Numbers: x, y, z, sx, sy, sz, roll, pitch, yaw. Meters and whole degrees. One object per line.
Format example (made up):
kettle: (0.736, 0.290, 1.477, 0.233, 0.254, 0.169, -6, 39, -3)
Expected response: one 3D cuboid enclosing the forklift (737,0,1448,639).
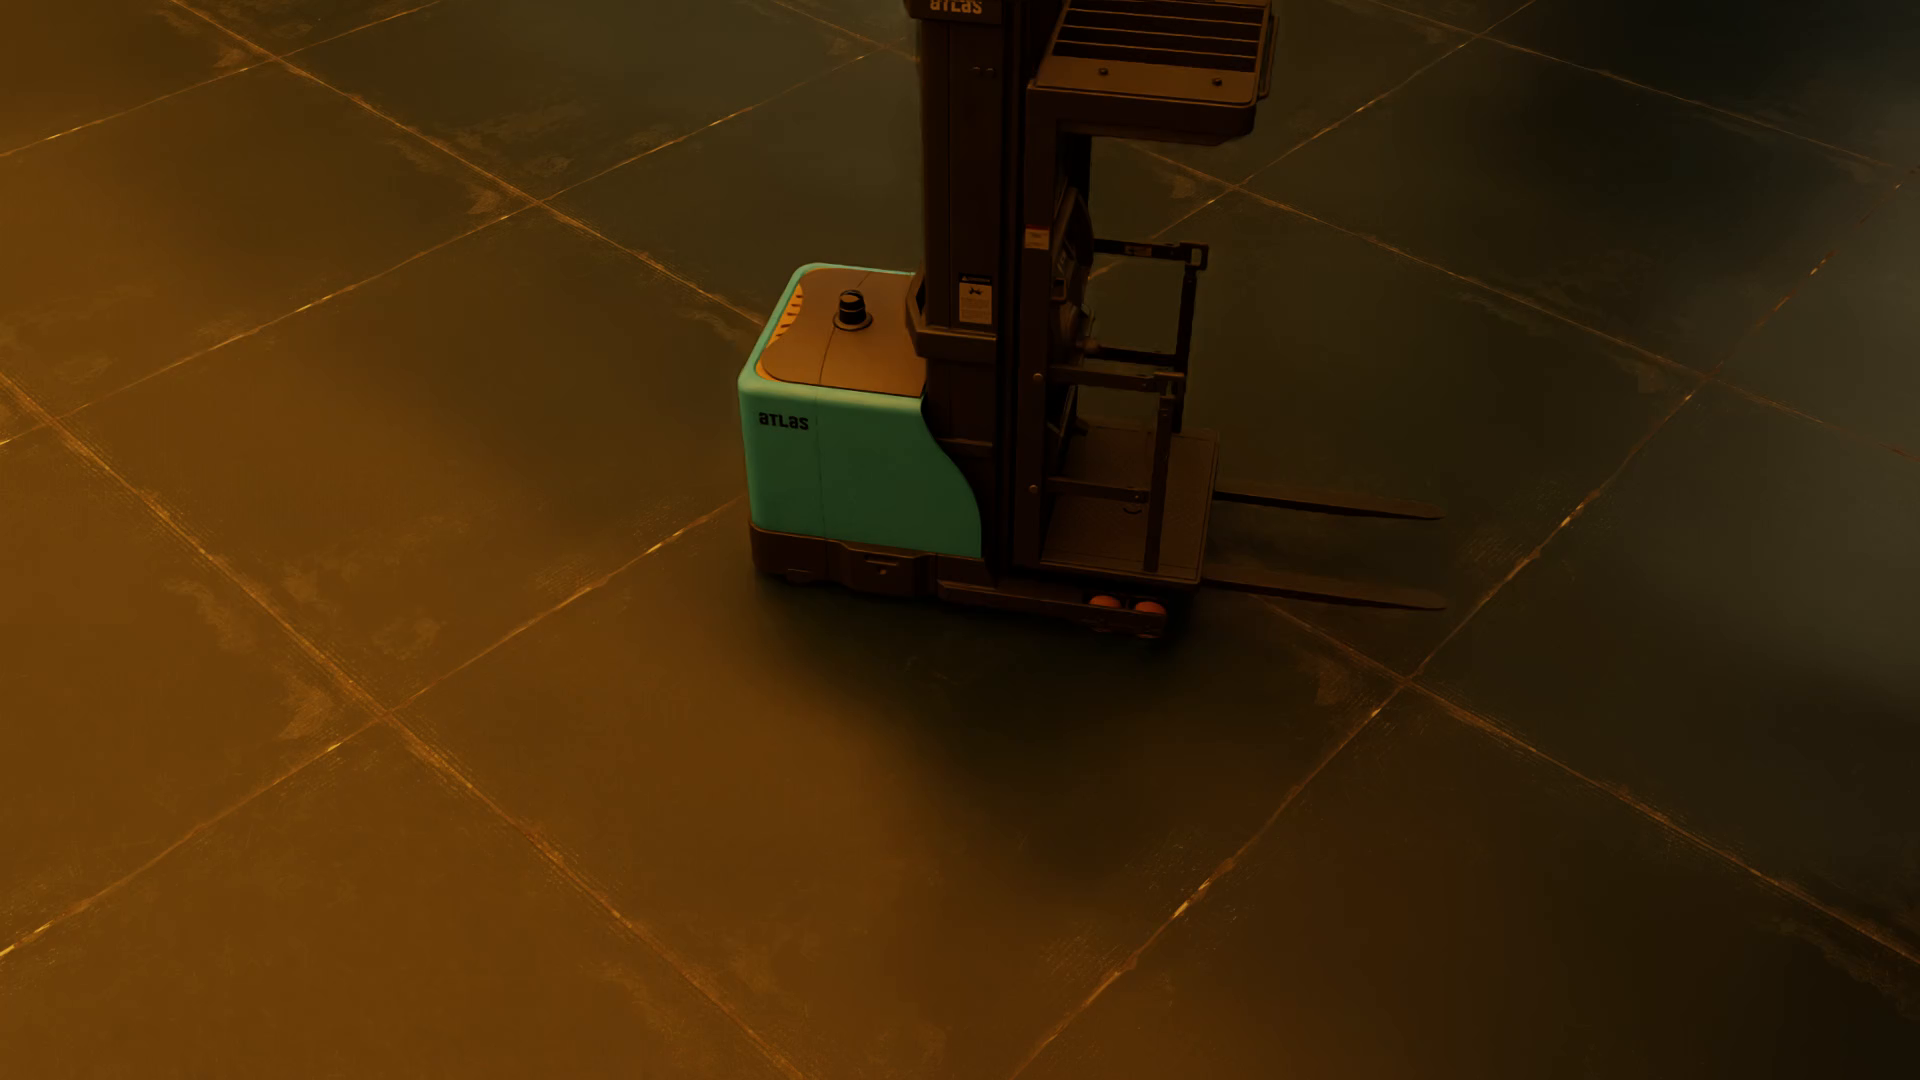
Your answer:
forklift: (0.636, -1.063, 6.668, 3.031, 2.935, 1.130, 7, 41, 9)
